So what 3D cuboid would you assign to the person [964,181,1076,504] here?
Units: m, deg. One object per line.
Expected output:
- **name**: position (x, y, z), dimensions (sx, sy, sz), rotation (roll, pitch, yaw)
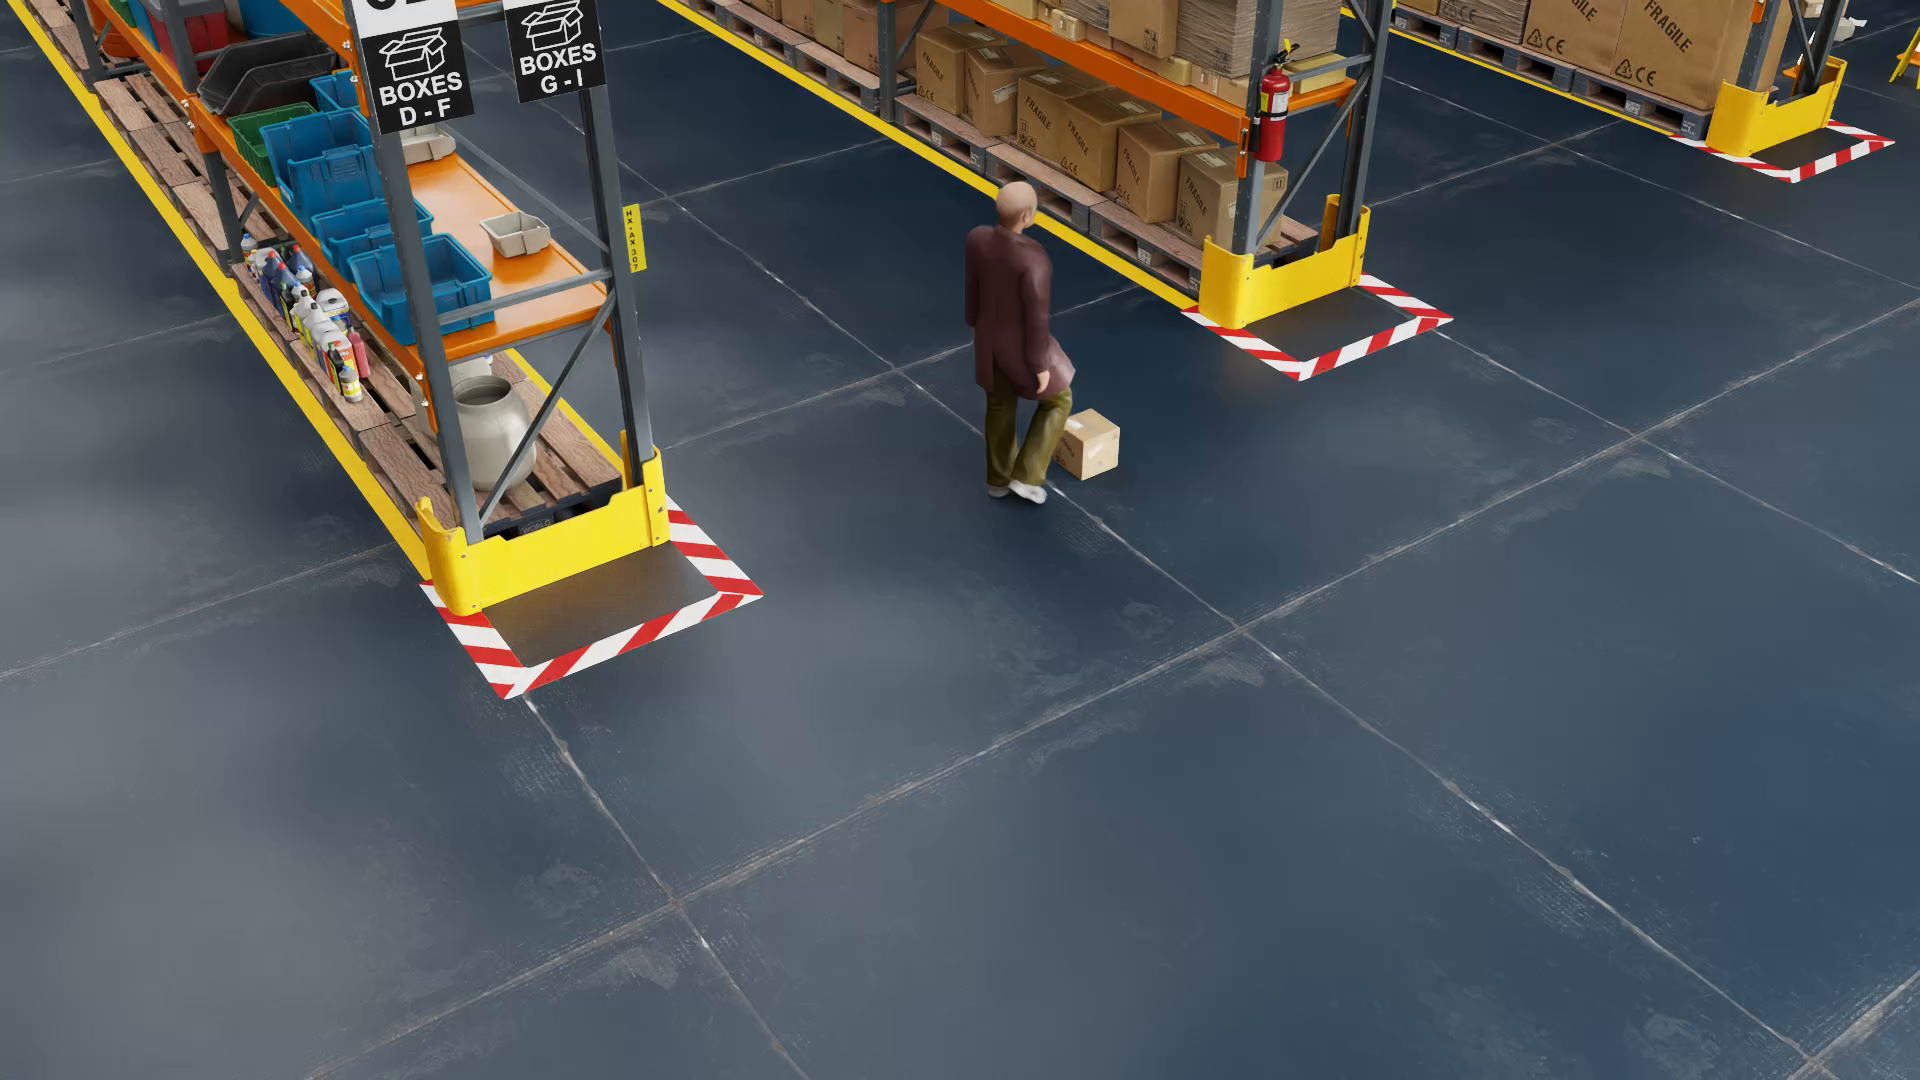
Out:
- **person**: position (0.279, -0.991, 8.397), dimensions (0.640, 1.812, 0.447), rotation (29, 45, 33)
